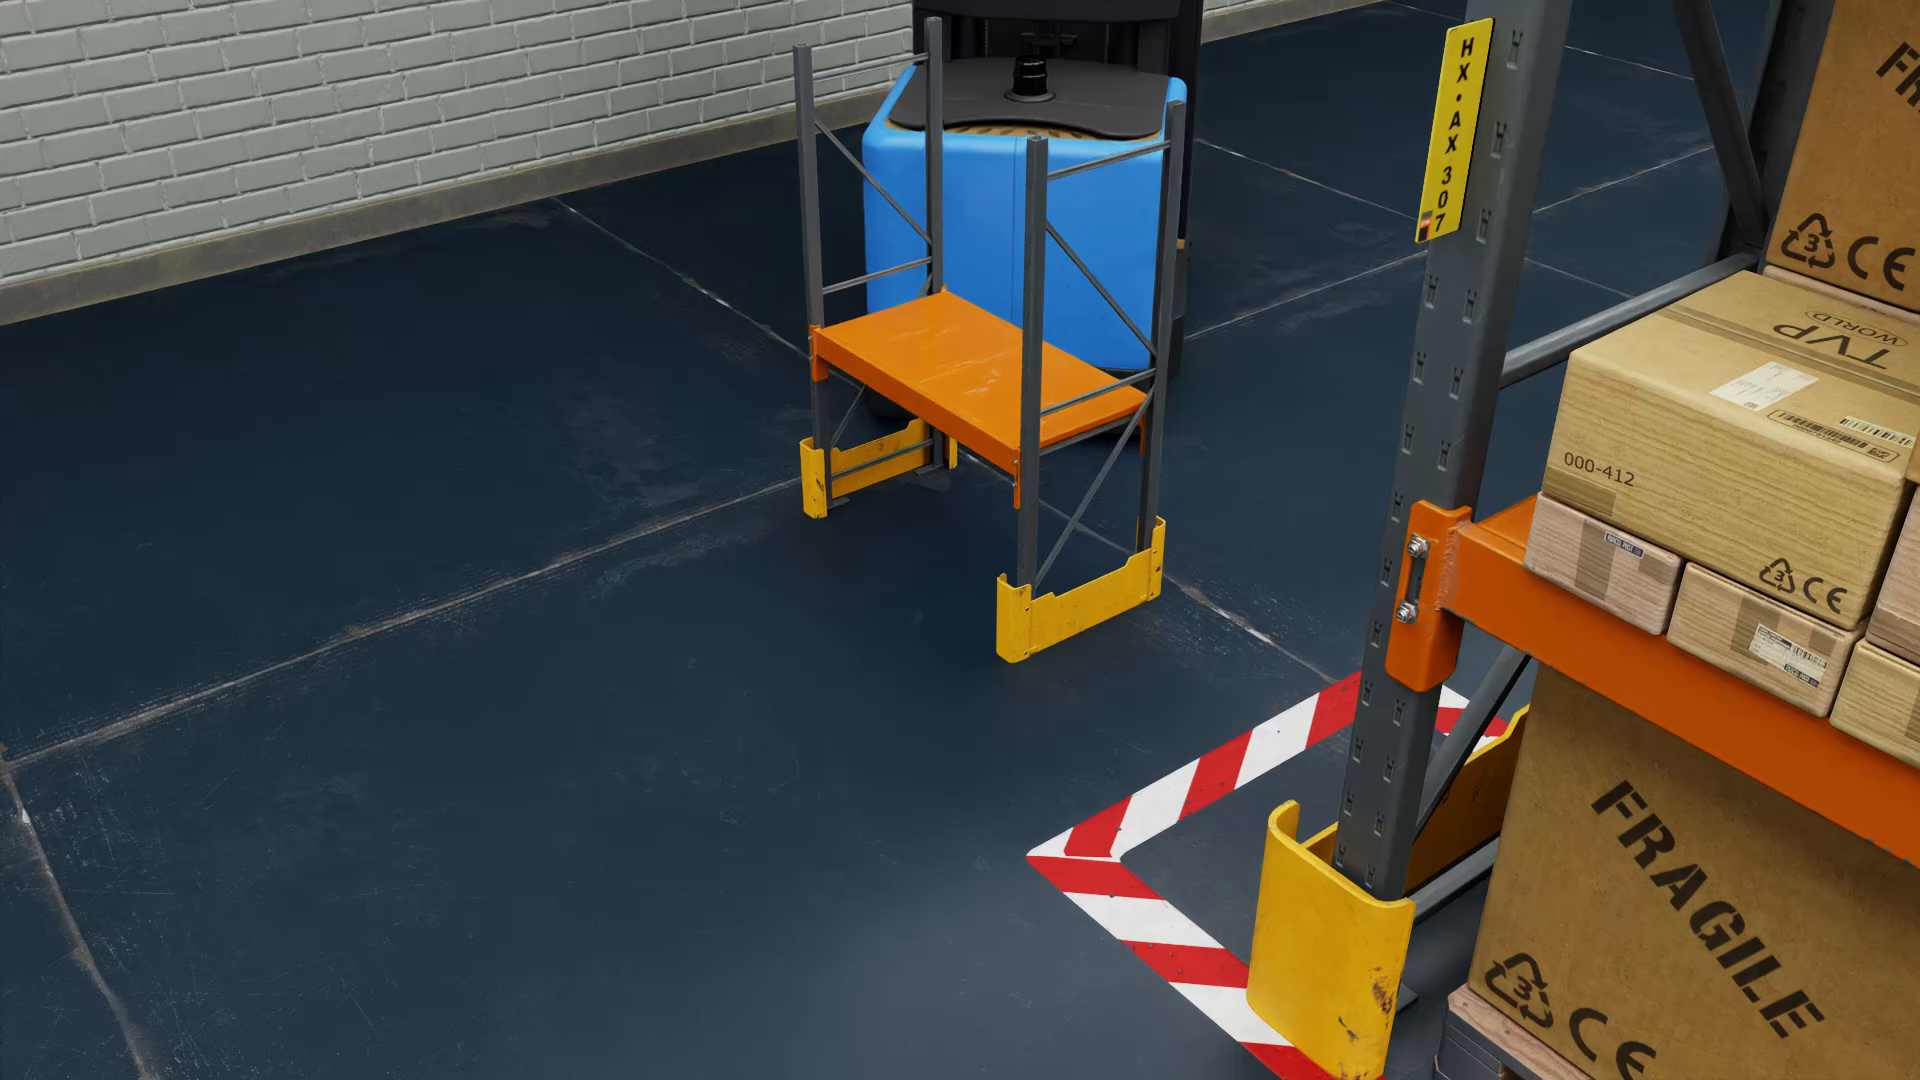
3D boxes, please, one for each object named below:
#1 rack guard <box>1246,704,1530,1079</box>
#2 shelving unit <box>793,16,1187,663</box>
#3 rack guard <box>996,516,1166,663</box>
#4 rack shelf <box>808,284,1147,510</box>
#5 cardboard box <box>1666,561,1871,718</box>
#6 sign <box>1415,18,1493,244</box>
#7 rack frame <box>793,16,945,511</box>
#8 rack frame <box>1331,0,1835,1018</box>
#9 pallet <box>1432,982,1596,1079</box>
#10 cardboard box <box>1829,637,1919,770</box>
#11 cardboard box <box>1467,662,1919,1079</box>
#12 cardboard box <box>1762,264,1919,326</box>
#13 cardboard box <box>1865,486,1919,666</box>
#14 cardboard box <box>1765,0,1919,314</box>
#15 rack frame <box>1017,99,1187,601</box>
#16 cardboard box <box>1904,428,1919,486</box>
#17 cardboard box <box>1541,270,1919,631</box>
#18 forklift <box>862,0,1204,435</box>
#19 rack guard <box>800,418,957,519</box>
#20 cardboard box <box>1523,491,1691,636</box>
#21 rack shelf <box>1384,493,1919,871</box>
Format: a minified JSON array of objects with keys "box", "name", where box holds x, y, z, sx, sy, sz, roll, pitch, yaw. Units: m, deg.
[{"box":[1.167,0.667,3.703,1.175,0.500,0.348,-22,38,-31],"name":"rack guard"},{"box":[0.047,-0.605,4.803,0.587,1.500,1.083,-22,38,-31],"name":"shelving unit"},{"box":[0.352,0.133,4.799,0.587,0.250,0.087,-22,38,-31],"name":"rack guard"},{"box":[0.052,-0.449,4.892,0.538,0.185,1.000,-22,38,-31],"name":"rack shelf"},{"box":[1.297,0.083,2.512,0.380,0.149,0.250,-23,38,-32],"name":"cardboard box"},{"box":[0.739,-0.609,2.493,0.100,0.325,0.005,-22,38,-31],"name":"sign"},{"box":[-0.259,-0.813,5.138,0.500,1.500,0.032,-22,38,-31],"name":"rack frame"},{"box":[1.181,-0.385,3.027,1.000,3.000,0.127,-22,38,-31],"name":"rack frame"},{"box":[1.733,1.107,3.267,1.003,0.211,1.213,-22,38,-31],"name":"pallet"},{"box":[1.454,0.189,2.340,0.380,0.149,0.250,-23,39,-32],"name":"cardboard box"},{"box":[1.637,0.580,3.089,0.875,0.875,0.875,-22,38,-31],"name":"cardboard box"},{"box":[1.688,-0.332,2.801,0.500,0.250,0.500,-23,39,-32],"name":"cardboard box"},{"box":[1.586,0.054,2.180,0.500,0.250,0.500,-23,38,-32],"name":"cardboard box"},{"box":[1.688,-0.648,2.600,0.500,0.500,0.500,-22,38,-31],"name":"cardboard box"},{"box":[0.364,-0.390,4.456,0.500,1.500,0.032,-22,38,-31],"name":"rack frame"},{"box":[1.569,-0.271,1.992,0.500,0.500,0.500,-23,39,-32],"name":"cardboard box"},{"box":[1.262,-0.160,2.525,0.500,0.250,0.500,-23,39,-33],"name":"cardboard box"},{"box":[0.402,-2.367,6.283,1.130,2.935,3.031,5,32,7],"name":"forklift"},{"box":[-0.259,-0.282,5.467,0.587,0.250,0.087,-22,38,-31],"name":"rack guard"},{"box":[1.138,-0.024,2.683,0.380,0.149,0.250,-22,38,-31],"name":"cardboard box"},{"box":[2.408,0.754,1.875,1.077,0.370,4.000,-22,38,-31],"name":"rack shelf"}]
